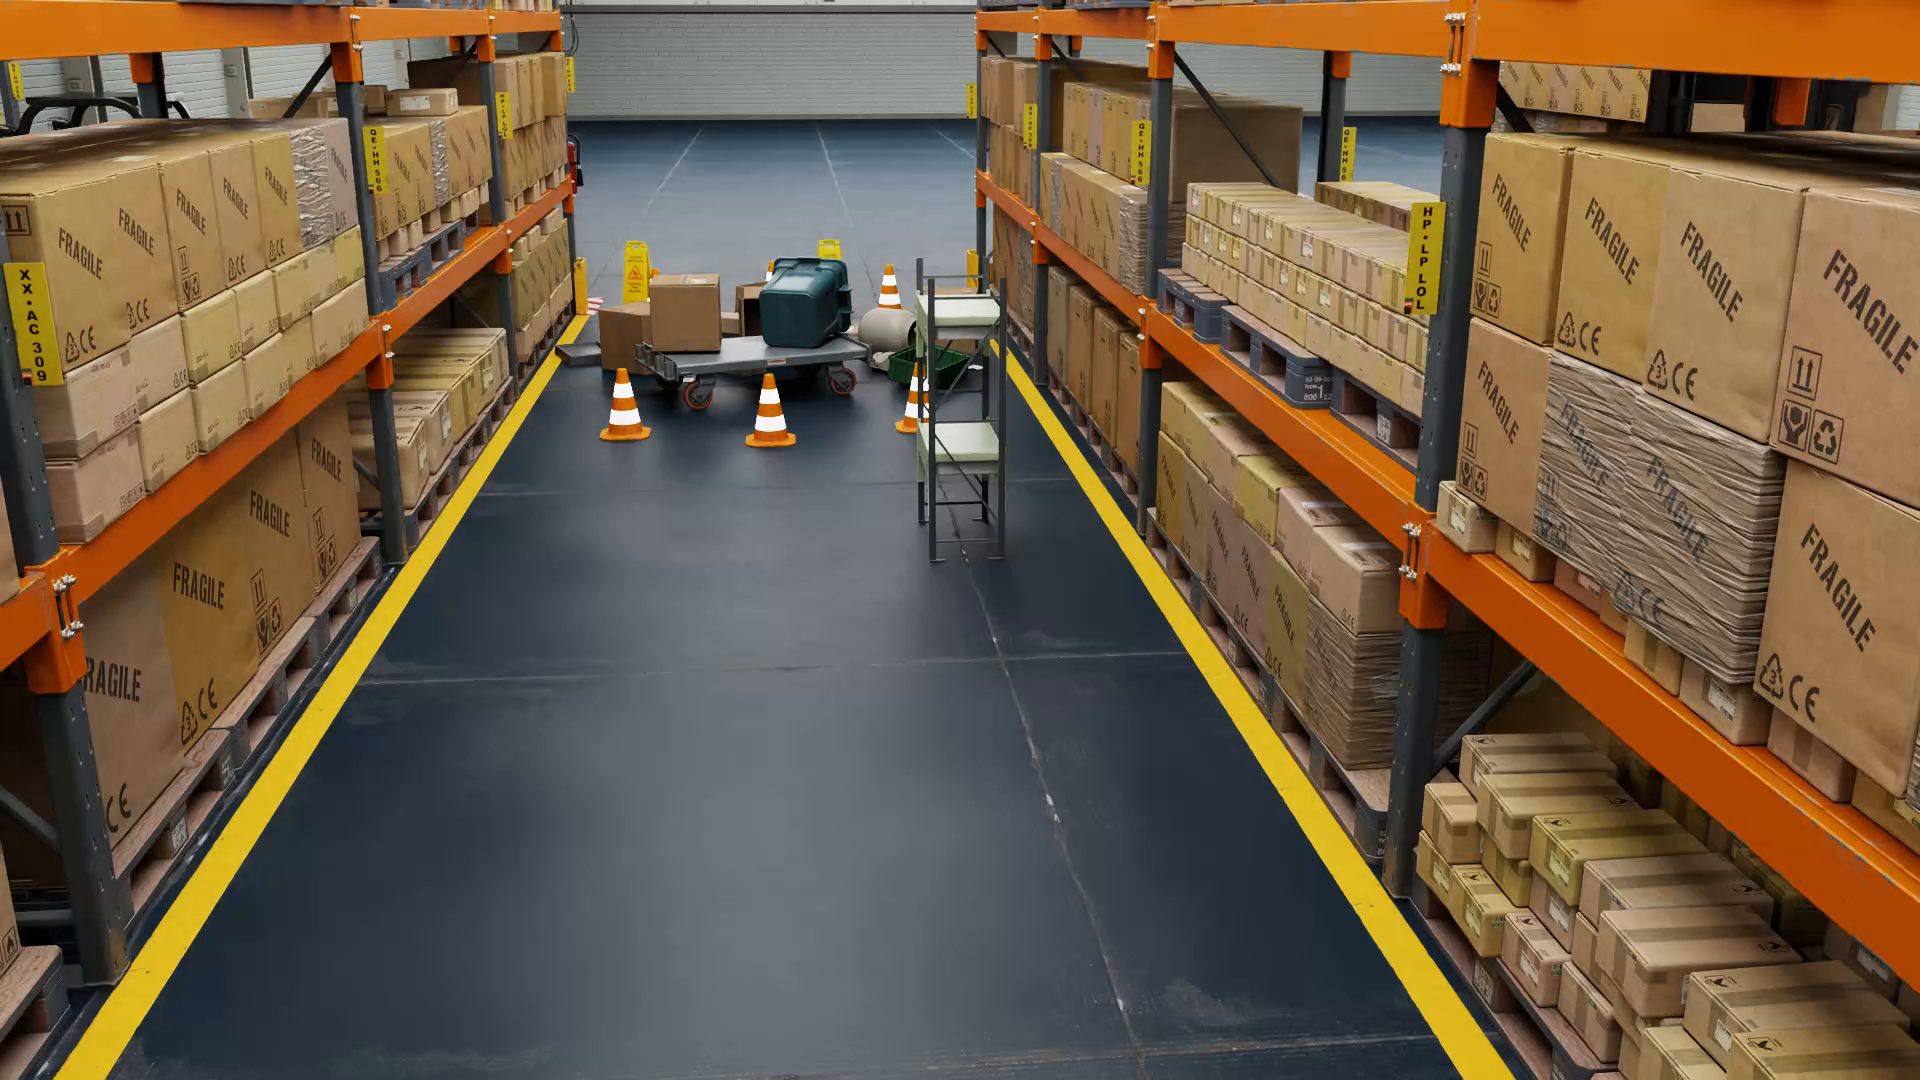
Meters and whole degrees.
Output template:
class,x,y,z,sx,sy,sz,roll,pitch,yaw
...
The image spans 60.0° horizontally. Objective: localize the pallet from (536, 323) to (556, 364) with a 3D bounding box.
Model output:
class,x,y,z,sx,sy,sz,roll,pitch,yaw
pallet,-4.067,-1.719,14.299,1.003,0.211,1.213,-2,18,-6

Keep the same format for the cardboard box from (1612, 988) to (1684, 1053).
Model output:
class,x,y,z,sx,sy,sz,roll,pitch,yaw
cardboard box,1.830,1.158,4.043,0.380,0.149,0.250,-1,17,-3

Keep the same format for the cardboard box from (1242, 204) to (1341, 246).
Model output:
class,x,y,z,sx,sy,sz,roll,pitch,yaw
cardboard box,1.455,-1.385,7.306,0.380,0.149,0.250,-1,17,-3

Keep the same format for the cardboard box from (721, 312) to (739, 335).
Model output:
class,x,y,z,sx,sy,sz,roll,pitch,yaw
cardboard box,-2.102,-1.989,15.265,0.380,0.149,0.250,8,19,23

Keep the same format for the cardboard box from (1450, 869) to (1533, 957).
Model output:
class,x,y,z,sx,sy,sz,roll,pitch,yaw
cardboard box,1.650,1.072,4.812,0.380,0.149,0.250,-1,17,-4

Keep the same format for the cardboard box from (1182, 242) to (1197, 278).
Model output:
class,x,y,z,sx,sy,sz,roll,pitch,yaw
cardboard box,1.338,-1.418,8.404,0.380,0.149,0.250,-2,18,-6

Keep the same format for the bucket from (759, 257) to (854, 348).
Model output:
class,x,y,z,sx,sy,sz,roll,pitch,yaw
bucket,-1.227,-1.801,12.835,0.726,0.611,0.620,4,28,13

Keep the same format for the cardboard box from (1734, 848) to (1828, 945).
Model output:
class,x,y,z,sx,sy,sz,roll,pitch,yaw
cardboard box,2.248,0.917,4.313,0.380,0.149,0.250,-1,17,-4

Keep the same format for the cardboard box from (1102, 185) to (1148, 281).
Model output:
class,x,y,z,sx,sy,sz,roll,pitch,yaw
cardboard box,1.129,-1.799,9.733,0.500,0.500,0.500,-2,18,-6

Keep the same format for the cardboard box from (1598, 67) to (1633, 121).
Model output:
class,x,y,z,sx,sy,sz,roll,pitch,yaw
cardboard box,5.651,-3.733,13.727,0.500,0.500,0.500,-2,18,-6

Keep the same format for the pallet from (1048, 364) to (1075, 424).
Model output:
class,x,y,z,sx,sy,sz,roll,pitch,yaw
pallet,1.234,-1.111,12.363,1.003,0.211,1.213,-2,18,-6

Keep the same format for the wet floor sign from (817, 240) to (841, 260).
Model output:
class,x,y,z,sx,sy,sz,roll,pitch,yaw
wet floor sign,-1.305,-2.685,16.651,0.267,0.644,0.232,-5,18,-15

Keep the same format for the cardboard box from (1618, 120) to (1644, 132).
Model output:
class,x,y,z,sx,sy,sz,roll,pitch,yaw
cardboard box,6.022,-3.268,13.914,0.875,0.500,0.500,-2,18,-6

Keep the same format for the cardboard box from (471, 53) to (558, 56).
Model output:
class,x,y,z,sx,sy,sz,roll,pitch,yaw
cardboard box,-3.931,-4.048,14.729,0.700,0.500,0.500,-2,18,-5

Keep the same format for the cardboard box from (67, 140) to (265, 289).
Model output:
class,x,y,z,sx,sy,sz,roll,pitch,yaw
cardboard box,-2.957,-1.221,6.222,0.500,0.500,0.500,-2,18,-7

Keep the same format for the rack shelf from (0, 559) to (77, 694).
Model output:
class,x,y,z,sx,sy,sz,roll,pitch,yaw
rack shelf,-2.802,0.837,2.705,1.077,0.370,4.000,-2,18,-6

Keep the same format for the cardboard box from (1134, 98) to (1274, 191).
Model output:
class,x,y,z,sx,sy,sz,roll,pitch,yaw
cardboard box,1.402,-2.286,9.616,0.700,0.500,0.500,-2,18,-6

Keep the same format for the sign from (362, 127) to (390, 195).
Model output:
class,x,y,z,sx,sy,sz,roll,pitch,yaw
sign,-2.869,-1.865,8.175,0.100,0.325,0.005,-2,18,-6

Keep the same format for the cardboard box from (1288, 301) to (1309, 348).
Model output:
class,x,y,z,sx,sy,sz,roll,pitch,yaw
cardboard box,1.530,-0.866,6.646,0.380,0.149,0.250,-1,17,-3

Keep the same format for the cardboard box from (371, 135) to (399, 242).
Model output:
class,x,y,z,sx,sy,sz,roll,pitch,yaw
cardboard box,-3.237,-1.825,8.618,0.500,0.500,0.500,-2,18,-7

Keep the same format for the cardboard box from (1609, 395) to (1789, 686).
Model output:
class,x,y,z,sx,sy,sz,roll,pitch,yaw
cardboard box,1.780,-0.021,3.573,0.500,0.500,0.500,-2,18,-7

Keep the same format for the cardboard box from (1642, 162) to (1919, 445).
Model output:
class,x,y,z,sx,sy,sz,roll,pitch,yaw
cardboard box,1.799,-0.505,3.445,0.500,0.500,0.500,-1,17,-5

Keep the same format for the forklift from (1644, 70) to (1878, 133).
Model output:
class,x,y,z,sx,sy,sz,roll,pitch,yaw
forklift,4.636,-1.762,9.895,1.130,2.935,3.031,12,21,34

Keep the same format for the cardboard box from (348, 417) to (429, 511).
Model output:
class,x,y,z,sx,sy,sz,roll,pitch,yaw
cardboard box,-3.469,-0.409,9.159,0.950,0.372,0.625,-3,18,-9

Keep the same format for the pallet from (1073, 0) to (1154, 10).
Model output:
class,x,y,z,sx,sy,sz,roll,pitch,yaw
pallet,1.255,-3.341,10.120,1.003,0.211,1.213,-1,17,-3

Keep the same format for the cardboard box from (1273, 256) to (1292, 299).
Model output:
class,x,y,z,sx,sy,sz,roll,pitch,yaw
cardboard box,1.509,-1.085,6.848,0.380,0.149,0.250,-1,17,-4

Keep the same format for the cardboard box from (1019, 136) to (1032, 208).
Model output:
class,x,y,z,sx,sy,sz,roll,pitch,yaw
cardboard box,0.951,-3.013,13.516,0.875,0.550,0.550,-2,18,-6

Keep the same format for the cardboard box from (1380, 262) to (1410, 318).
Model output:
class,x,y,z,sx,sy,sz,roll,pitch,yaw
cardboard box,1.641,-0.843,5.580,0.380,0.149,0.250,-2,18,-7

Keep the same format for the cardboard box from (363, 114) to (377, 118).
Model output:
class,x,y,z,sx,sy,sz,roll,pitch,yaw
cardboard box,-3.981,-2.430,10.545,0.500,0.500,0.500,-2,18,-6

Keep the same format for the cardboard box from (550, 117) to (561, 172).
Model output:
class,x,y,z,sx,sy,sz,roll,pitch,yaw
cardboard box,-3.869,-3.565,14.860,0.500,0.500,0.500,-2,18,-6

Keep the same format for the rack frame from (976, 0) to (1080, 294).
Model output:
class,x,y,z,sx,sy,sz,roll,pitch,yaw
rack frame,0.667,-3.860,16.466,1.000,3.000,0.127,-2,18,-6

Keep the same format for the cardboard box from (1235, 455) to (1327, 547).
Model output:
class,x,y,z,sx,sy,sz,roll,pitch,yaw
cardboard box,1.468,-0.175,6.948,0.500,0.250,0.500,-3,18,-8

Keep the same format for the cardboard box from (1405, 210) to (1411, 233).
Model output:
class,x,y,z,sx,sy,sz,roll,pitch,yaw
cardboard box,2.130,-1.324,7.112,0.380,0.149,0.250,-1,17,-3

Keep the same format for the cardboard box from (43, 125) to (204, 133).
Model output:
class,x,y,z,sx,sy,sz,roll,pitch,yaw
cardboard box,-3.552,-1.517,7.164,0.500,0.500,0.500,-2,18,-5

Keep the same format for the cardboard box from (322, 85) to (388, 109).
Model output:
class,x,y,z,sx,sy,sz,roll,pitch,yaw
cardboard box,-4.137,-3.034,11.386,0.380,0.149,0.250,-2,18,-6

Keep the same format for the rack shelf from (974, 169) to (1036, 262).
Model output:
class,x,y,z,sx,sy,sz,roll,pitch,yaw
rack shelf,0.874,-2.921,14.676,1.077,0.370,4.000,-2,18,-6

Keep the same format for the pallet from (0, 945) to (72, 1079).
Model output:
class,x,y,z,sx,sy,sz,roll,pitch,yaw
pallet,-3.008,1.457,4.183,1.003,0.211,1.213,-2,18,-6

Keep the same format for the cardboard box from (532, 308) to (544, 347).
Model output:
class,x,y,z,sx,sy,sz,roll,pitch,yaw
cardboard box,-3.692,-1.717,13.528,0.500,0.250,0.500,-1,17,-3

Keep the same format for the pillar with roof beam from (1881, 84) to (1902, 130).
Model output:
class,x,y,z,sx,sy,sz,roll,pitch,yaw
pillar with roof beam,15.186,-12.353,33.501,9.100,9.000,0.400,-2,18,-6

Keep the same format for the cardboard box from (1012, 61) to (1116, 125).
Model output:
class,x,y,z,sx,sy,sz,roll,pitch,yaw
cardboard box,0.922,-3.850,14.378,0.875,0.550,0.500,-2,18,-6

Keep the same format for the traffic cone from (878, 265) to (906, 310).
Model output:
class,x,y,z,sx,sy,sz,roll,pitch,yaw
traffic cone,-0.690,-2.448,16.202,0.336,0.463,0.334,-2,18,-6

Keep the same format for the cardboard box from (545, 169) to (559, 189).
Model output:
class,x,y,z,sx,sy,sz,roll,pitch,yaw
cardboard box,-3.796,-3.228,14.870,0.380,0.149,0.250,-1,17,-5

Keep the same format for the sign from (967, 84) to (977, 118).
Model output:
class,x,y,z,sx,sy,sz,roll,pitch,yaw
sign,0.115,-4.296,16.275,0.100,0.325,0.005,-2,18,-6

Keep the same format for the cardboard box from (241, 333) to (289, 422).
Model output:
class,x,y,z,sx,sy,sz,roll,pitch,yaw
cardboard box,-2.925,-0.626,6.415,0.500,0.250,0.500,-2,18,-7

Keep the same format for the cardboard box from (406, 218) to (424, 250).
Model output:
class,x,y,z,sx,sy,sz,roll,pitch,yaw
cardboard box,-3.255,-1.728,9.391,0.380,0.149,0.250,-2,18,-5

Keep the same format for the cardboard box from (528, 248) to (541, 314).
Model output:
class,x,y,z,sx,sy,sz,roll,pitch,yaw
cardboard box,-3.693,-2.075,13.417,0.500,0.500,0.500,-1,17,-3

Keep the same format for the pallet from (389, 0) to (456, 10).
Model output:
class,x,y,z,sx,sy,sz,roll,pitch,yaw
pallet,-3.766,-3.331,10.085,1.213,0.211,1.003,-2,18,-6

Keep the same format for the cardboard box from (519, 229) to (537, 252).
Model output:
class,x,y,z,sx,sy,sz,roll,pitch,yaw
cardboard box,-3.634,-2.418,13.425,0.380,0.149,0.250,-1,17,-4

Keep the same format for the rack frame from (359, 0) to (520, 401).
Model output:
class,x,y,z,sx,sy,sz,roll,pitch,yaw
rack frame,-3.833,-2.486,12.087,1.000,3.000,0.127,-2,18,-6

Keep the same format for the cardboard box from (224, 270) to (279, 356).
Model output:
class,x,y,z,sx,sy,sz,roll,pitch,yaw
cardboard box,-2.935,-0.865,6.341,0.500,0.250,0.500,-2,18,-7

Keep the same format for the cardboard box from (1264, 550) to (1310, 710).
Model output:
class,x,y,z,sx,sy,sz,roll,pitch,yaw
cardboard box,1.525,0.341,6.554,0.500,0.500,0.500,-2,18,-7

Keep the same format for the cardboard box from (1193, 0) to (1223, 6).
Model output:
class,x,y,z,sx,sy,sz,roll,pitch,yaw
cardboard box,1.345,-2.629,7.368,0.500,0.500,0.500,-2,18,-6

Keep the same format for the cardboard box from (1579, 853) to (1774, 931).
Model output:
class,x,y,z,sx,sy,sz,roll,pitch,yaw
cardboard box,1.829,0.934,4.258,0.380,0.149,0.250,-2,18,-7

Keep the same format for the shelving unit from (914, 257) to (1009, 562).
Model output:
class,x,y,z,sx,sy,sz,roll,pitch,yaw
shelving unit,-0.001,-0.718,8.959,0.431,1.500,0.755,-2,18,-6

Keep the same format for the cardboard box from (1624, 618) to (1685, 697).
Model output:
class,x,y,z,sx,sy,sz,roll,pitch,yaw
cardboard box,1.772,0.240,3.824,0.380,0.149,0.250,-1,17,-5

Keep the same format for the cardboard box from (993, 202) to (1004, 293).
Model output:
class,x,y,z,sx,sy,sz,roll,pitch,yaw
cardboard box,0.803,-2.847,16.084,0.875,0.875,0.875,-2,18,-5
